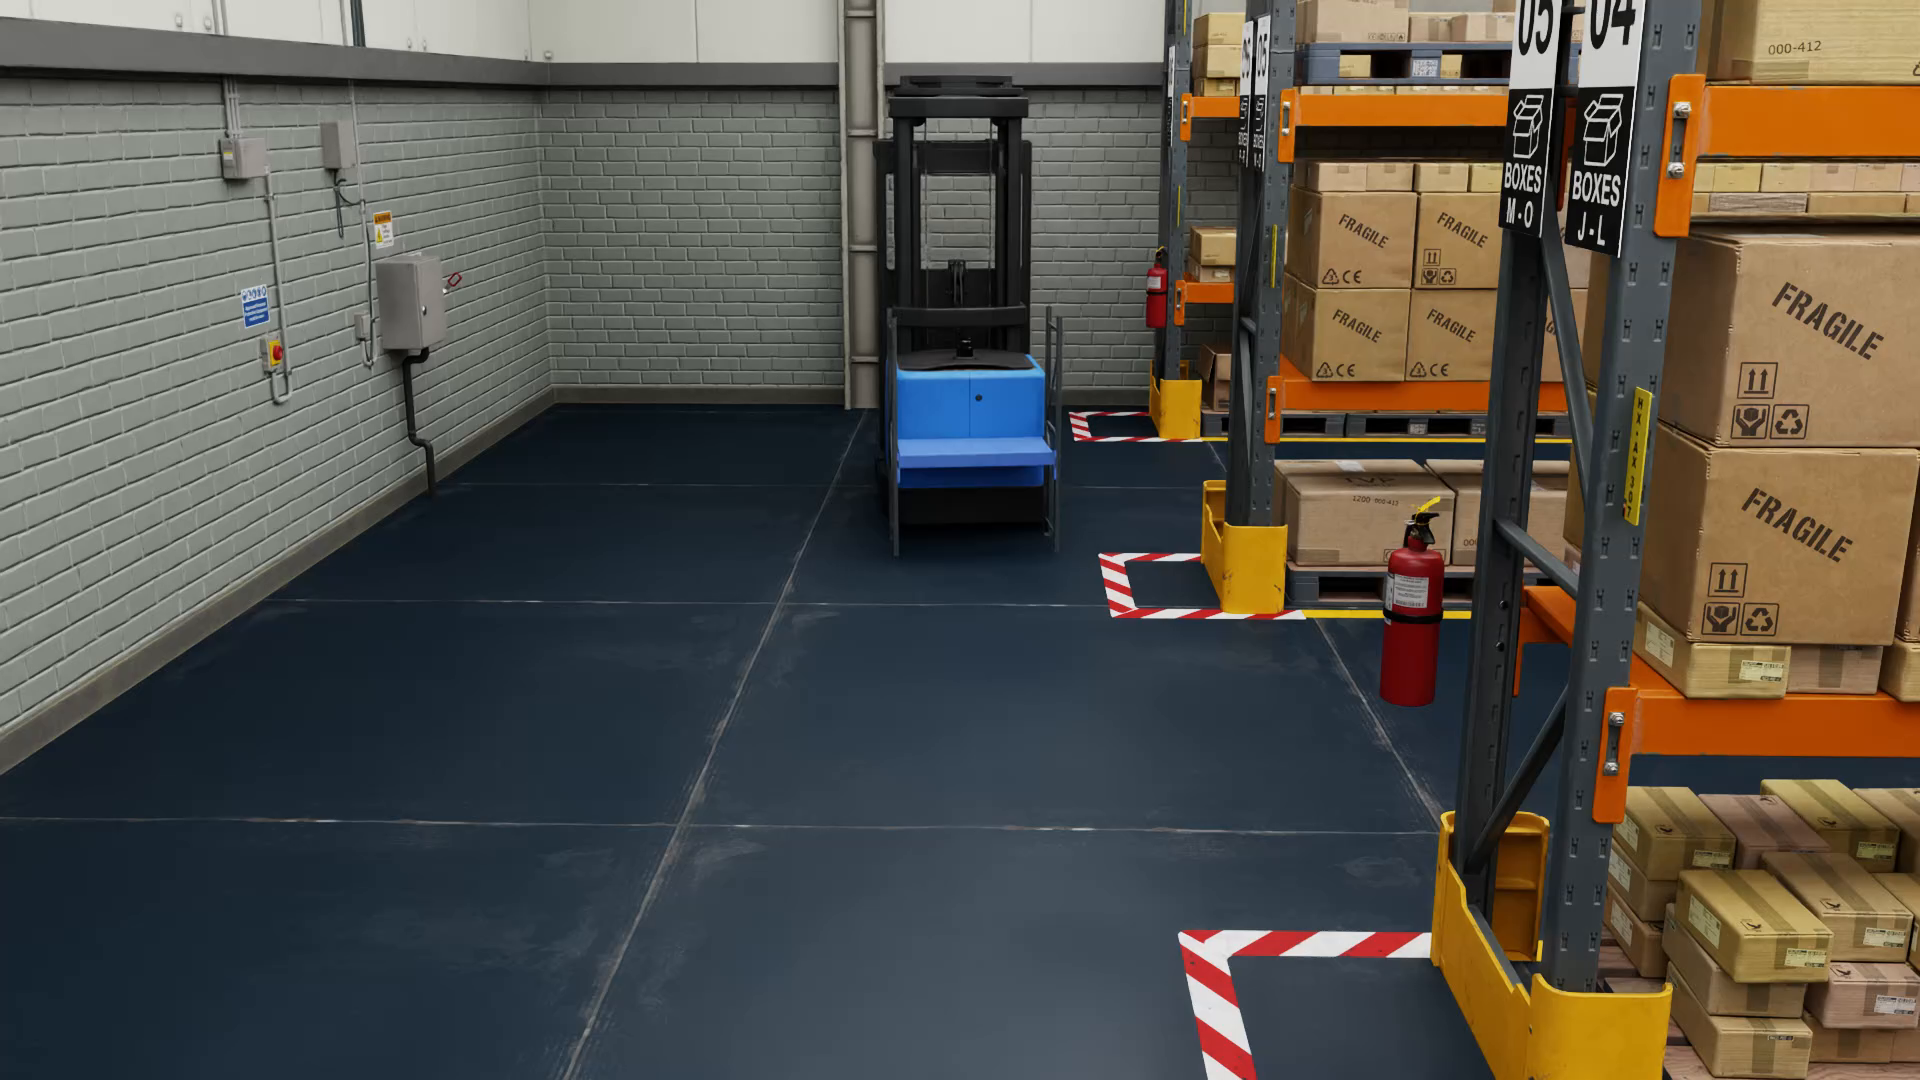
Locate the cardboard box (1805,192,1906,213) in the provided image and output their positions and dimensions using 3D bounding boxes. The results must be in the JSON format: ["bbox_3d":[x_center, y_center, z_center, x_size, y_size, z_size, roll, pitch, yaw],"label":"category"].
[{"bbox_3d":[4.692,-1.630,8.981,0.500,0.500,0.500,0,15,1],"label":"cardboard box"}]

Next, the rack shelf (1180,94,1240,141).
[{"bbox_3d":[3.802,-3.541,13.913,4.000,0.370,1.077,0,15,1],"label":"rack shelf"}]

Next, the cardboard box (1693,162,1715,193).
[{"bbox_3d":[3.839,-1.948,8.917,0.250,0.149,0.380,0,15,1],"label":"cardboard box"}]

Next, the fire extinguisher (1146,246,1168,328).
[{"bbox_3d":[1.643,-2.117,13.867,0.183,0.674,0.296,0,15,1],"label":"fire extinguisher"}]

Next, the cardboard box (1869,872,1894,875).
[{"bbox_3d":[2.708,1.042,5.192,0.250,0.149,0.380,0,15,-1],"label":"cardboard box"}]

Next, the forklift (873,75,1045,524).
[{"bbox_3d":[-0.063,-1.844,12.083,1.130,2.935,3.031,-1,15,-5],"label":"forklift"}]

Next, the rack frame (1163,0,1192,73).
[{"bbox_3d":[1.802,-5.353,13.488,0.127,3.000,1.000,0,15,1],"label":"rack frame"}]

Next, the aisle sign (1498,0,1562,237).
[{"bbox_3d":[1.588,-1.257,4.628,0.004,0.787,0.394,0,15,1],"label":"aisle sign"}]

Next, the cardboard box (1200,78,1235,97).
[{"bbox_3d":[2.115,-3.719,13.670,0.250,0.149,0.380,1,15,3],"label":"cardboard box"}]

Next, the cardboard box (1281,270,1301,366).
[{"bbox_3d":[2.168,-1.299,9.686,0.500,0.500,0.500,0,15,2],"label":"cardboard box"}]

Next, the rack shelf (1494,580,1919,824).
[{"bbox_3d":[3.653,0.438,4.710,4.000,0.370,1.077,0,15,1],"label":"rack shelf"}]

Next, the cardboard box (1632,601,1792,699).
[{"bbox_3d":[1.969,0.284,4.375,0.250,0.149,0.380,0,15,1],"label":"cardboard box"}]

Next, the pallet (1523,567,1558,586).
[{"bbox_3d":[3.697,0.156,9.834,1.213,0.211,1.003,0,15,1],"label":"pallet"}]

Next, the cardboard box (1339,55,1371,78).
[{"bbox_3d":[3.259,-3.896,13.559,0.500,0.250,0.500,0,15,0],"label":"cardboard box"}]

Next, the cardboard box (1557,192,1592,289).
[{"bbox_3d":[3.183,-1.639,9.016,0.500,0.500,0.500,0,15,1],"label":"cardboard box"}]

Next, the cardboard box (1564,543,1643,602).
[{"bbox_3d":[1.987,0.129,4.965,0.250,0.149,0.380,0,15,1],"label":"cardboard box"}]

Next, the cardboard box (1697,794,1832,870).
[{"bbox_3d":[2.439,0.920,5.072,0.250,0.149,0.380,1,15,3],"label":"cardboard box"}]

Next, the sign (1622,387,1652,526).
[{"bbox_3d":[1.640,-0.203,4.033,0.005,0.325,0.100,0,15,1],"label":"sign"}]

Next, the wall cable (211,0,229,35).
[{"bbox_3d":[-4.014,-4.052,8.558,0.029,3.000,0.463,0,15,1],"label":"wall cable"}]

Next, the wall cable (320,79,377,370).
[{"bbox_3d":[-3.934,-2.070,10.813,0.122,1.984,0.588,0,15,1],"label":"wall cable"}]

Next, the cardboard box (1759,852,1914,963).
[{"bbox_3d":[2.448,1.026,4.670,0.250,0.149,0.380,1,15,2],"label":"cardboard box"}]

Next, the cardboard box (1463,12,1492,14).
[{"bbox_3d":[4.276,-4.138,13.493,0.500,0.250,0.500,1,15,2],"label":"cardboard box"}]

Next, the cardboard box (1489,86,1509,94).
[{"bbox_3d":[4.409,-3.700,13.596,0.250,0.149,0.380,1,15,3],"label":"cardboard box"}]

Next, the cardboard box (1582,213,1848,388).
[{"bbox_3d":[2.118,-0.659,4.719,0.500,0.500,0.500,0,15,0],"label":"cardboard box"}]

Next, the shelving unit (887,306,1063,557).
[{"bbox_3d":[0.083,-0.693,10.528,1.048,1.500,0.538,-1,15,-5],"label":"shelving unit"}]

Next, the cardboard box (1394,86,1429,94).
[{"bbox_3d":[3.645,-3.685,13.538,0.250,0.149,0.380,0,15,2],"label":"cardboard box"}]

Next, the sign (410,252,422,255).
[{"bbox_3d":[-3.953,-1.833,12.093,0.001,0.494,0.329,0,15,1],"label":"sign"}]

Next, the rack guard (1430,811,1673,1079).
[{"bbox_3d":[1.730,1.286,4.985,0.348,0.500,1.175,0,15,1],"label":"rack guard"}]

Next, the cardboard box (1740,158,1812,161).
[{"bbox_3d":[4.609,-2.079,9.414,0.250,0.149,0.380,0,15,1],"label":"cardboard box"}]

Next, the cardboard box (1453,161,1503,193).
[{"bbox_3d":[2.811,-1.947,8.912,0.250,0.149,0.380,0,15,0],"label":"cardboard box"}]

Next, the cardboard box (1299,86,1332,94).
[{"bbox_3d":[2.880,-3.690,13.560,0.250,0.149,0.380,1,15,3],"label":"cardboard box"}]

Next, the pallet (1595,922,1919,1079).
[{"bbox_3d":[2.541,1.440,4.967,1.213,0.211,1.003,0,15,1],"label":"pallet"}]

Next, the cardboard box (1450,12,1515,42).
[{"bbox_3d":[2.761,-2.700,8.789,0.250,0.149,0.380,1,15,3],"label":"cardboard box"}]

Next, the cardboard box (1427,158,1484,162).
[{"bbox_3d":[2.808,-2.092,9.463,0.250,0.149,0.380,1,15,3],"label":"cardboard box"}]

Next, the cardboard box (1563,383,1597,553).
[{"bbox_3d":[2.110,-0.178,4.855,0.500,0.500,0.500,1,15,3],"label":"cardboard box"}]

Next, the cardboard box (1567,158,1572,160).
[{"bbox_3d":[3.582,-2.079,9.414,0.250,0.149,0.380,1,15,3],"label":"cardboard box"}]

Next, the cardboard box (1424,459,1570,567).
[{"bbox_3d":[3.257,-0.167,9.794,0.875,0.438,0.875,1,15,3],"label":"cardboard box"}]

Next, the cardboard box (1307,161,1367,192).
[{"bbox_3d":[2.027,-1.958,8.956,0.250,0.149,0.380,1,15,3],"label":"cardboard box"}]

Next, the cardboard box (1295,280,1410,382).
[{"bbox_3d":[2.152,-1.158,9.153,0.500,0.500,0.500,0,15,1],"label":"cardboard box"}]

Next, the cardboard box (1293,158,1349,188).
[{"bbox_3d":[2.043,-2.080,9.417,0.250,0.149,0.380,1,15,2],"label":"cardboard box"}]

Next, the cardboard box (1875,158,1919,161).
[{"bbox_3d":[5.369,-2.074,9.392,0.250,0.149,0.380,0,15,1],"label":"cardboard box"}]

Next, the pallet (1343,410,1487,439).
[{"bbox_3d":[3.892,-1.089,14.555,1.213,0.211,1.003,0,15,1],"label":"pallet"}]

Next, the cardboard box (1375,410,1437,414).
[{"bbox_3d":[3.791,-1.374,14.243,0.500,0.500,0.500,1,15,2],"label":"cardboard box"}]

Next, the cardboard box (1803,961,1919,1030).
[{"bbox_3d":[2.443,1.194,4.618,0.250,0.149,0.380,0,15,1],"label":"cardboard box"}]

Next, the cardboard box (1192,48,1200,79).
[{"bbox_3d":[2.254,-4.040,14.104,0.500,0.250,0.500,0,15,0],"label":"cardboard box"}]

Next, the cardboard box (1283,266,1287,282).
[{"bbox_3d":[2.643,-2.275,14.077,0.250,0.149,0.380,0,15,1],"label":"cardboard box"}]

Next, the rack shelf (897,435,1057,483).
[{"bbox_3d":[0.083,-0.519,10.573,1.000,0.185,0.538,-1,15,-5],"label":"rack shelf"}]

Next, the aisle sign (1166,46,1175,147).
[{"bbox_3d":[1.726,-3.634,13.639,0.004,0.787,0.394,0,15,1],"label":"aisle sign"}]

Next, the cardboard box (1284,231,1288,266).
[{"bbox_3d":[2.753,-2.448,13.950,0.500,0.250,0.500,1,15,2],"label":"cardboard box"}]

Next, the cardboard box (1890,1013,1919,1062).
[{"bbox_3d":[2.682,1.318,4.729,0.250,0.149,0.380,1,15,2],"label":"cardboard box"}]

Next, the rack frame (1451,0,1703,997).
[{"bbox_3d":[1.654,0.077,4.668,0.127,3.000,1.000,0,15,1],"label":"rack frame"}]

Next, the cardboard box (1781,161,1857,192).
[{"bbox_3d":[4.598,-1.957,8.949,0.250,0.149,0.380,0,15,1],"label":"cardboard box"}]

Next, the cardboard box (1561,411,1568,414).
[{"bbox_3d":[5.236,-1.179,14.194,0.250,0.149,0.380,0,15,0],"label":"cardboard box"}]
